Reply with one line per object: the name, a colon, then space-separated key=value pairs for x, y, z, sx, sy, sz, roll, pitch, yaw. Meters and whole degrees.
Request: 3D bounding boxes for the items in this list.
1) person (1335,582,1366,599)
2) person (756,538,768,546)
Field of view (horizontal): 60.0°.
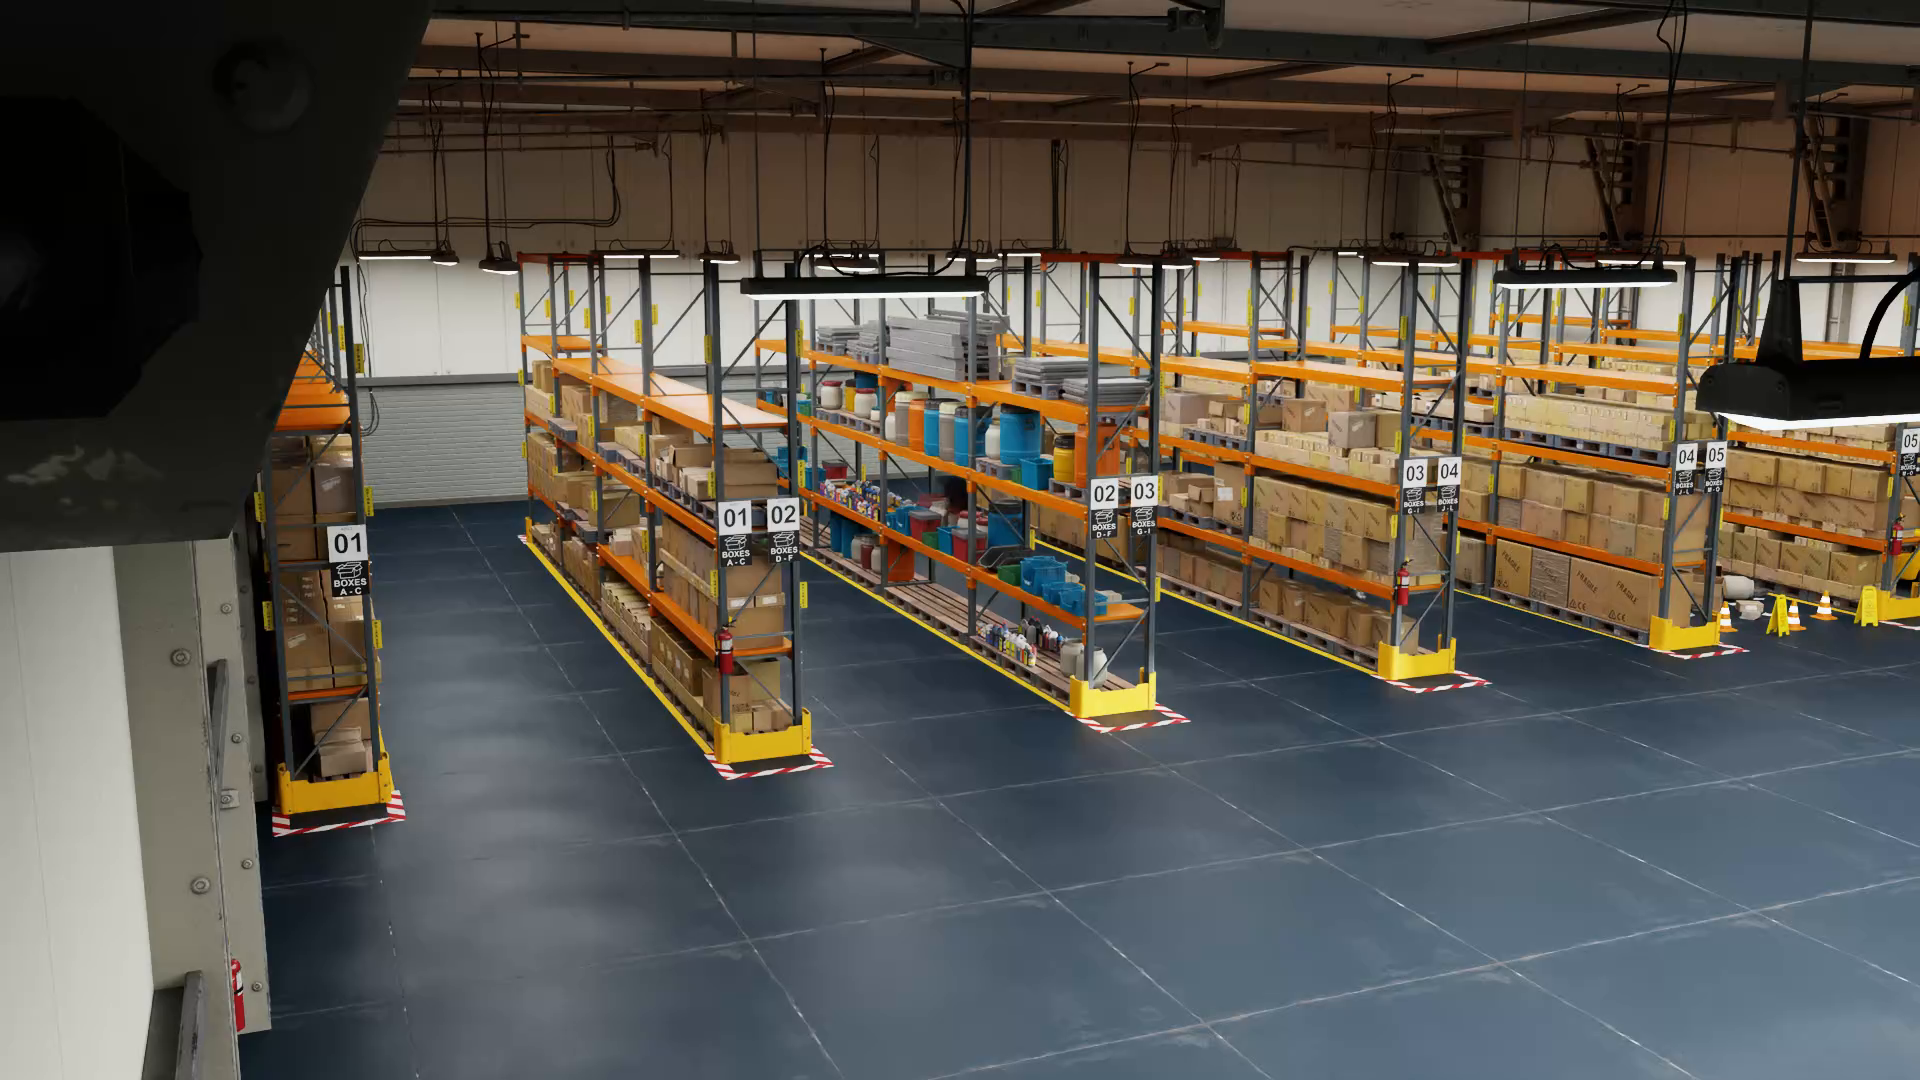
person: x=7.033 y=0.091 z=29.620 sx=0.650 sy=1.843 sz=0.823 roll=-6 pitch=12 yaw=-31
person: x=-3.304 y=-0.003 z=28.604 sx=0.636 sy=1.746 sz=0.577 roll=-7 pitch=13 yaw=-35
